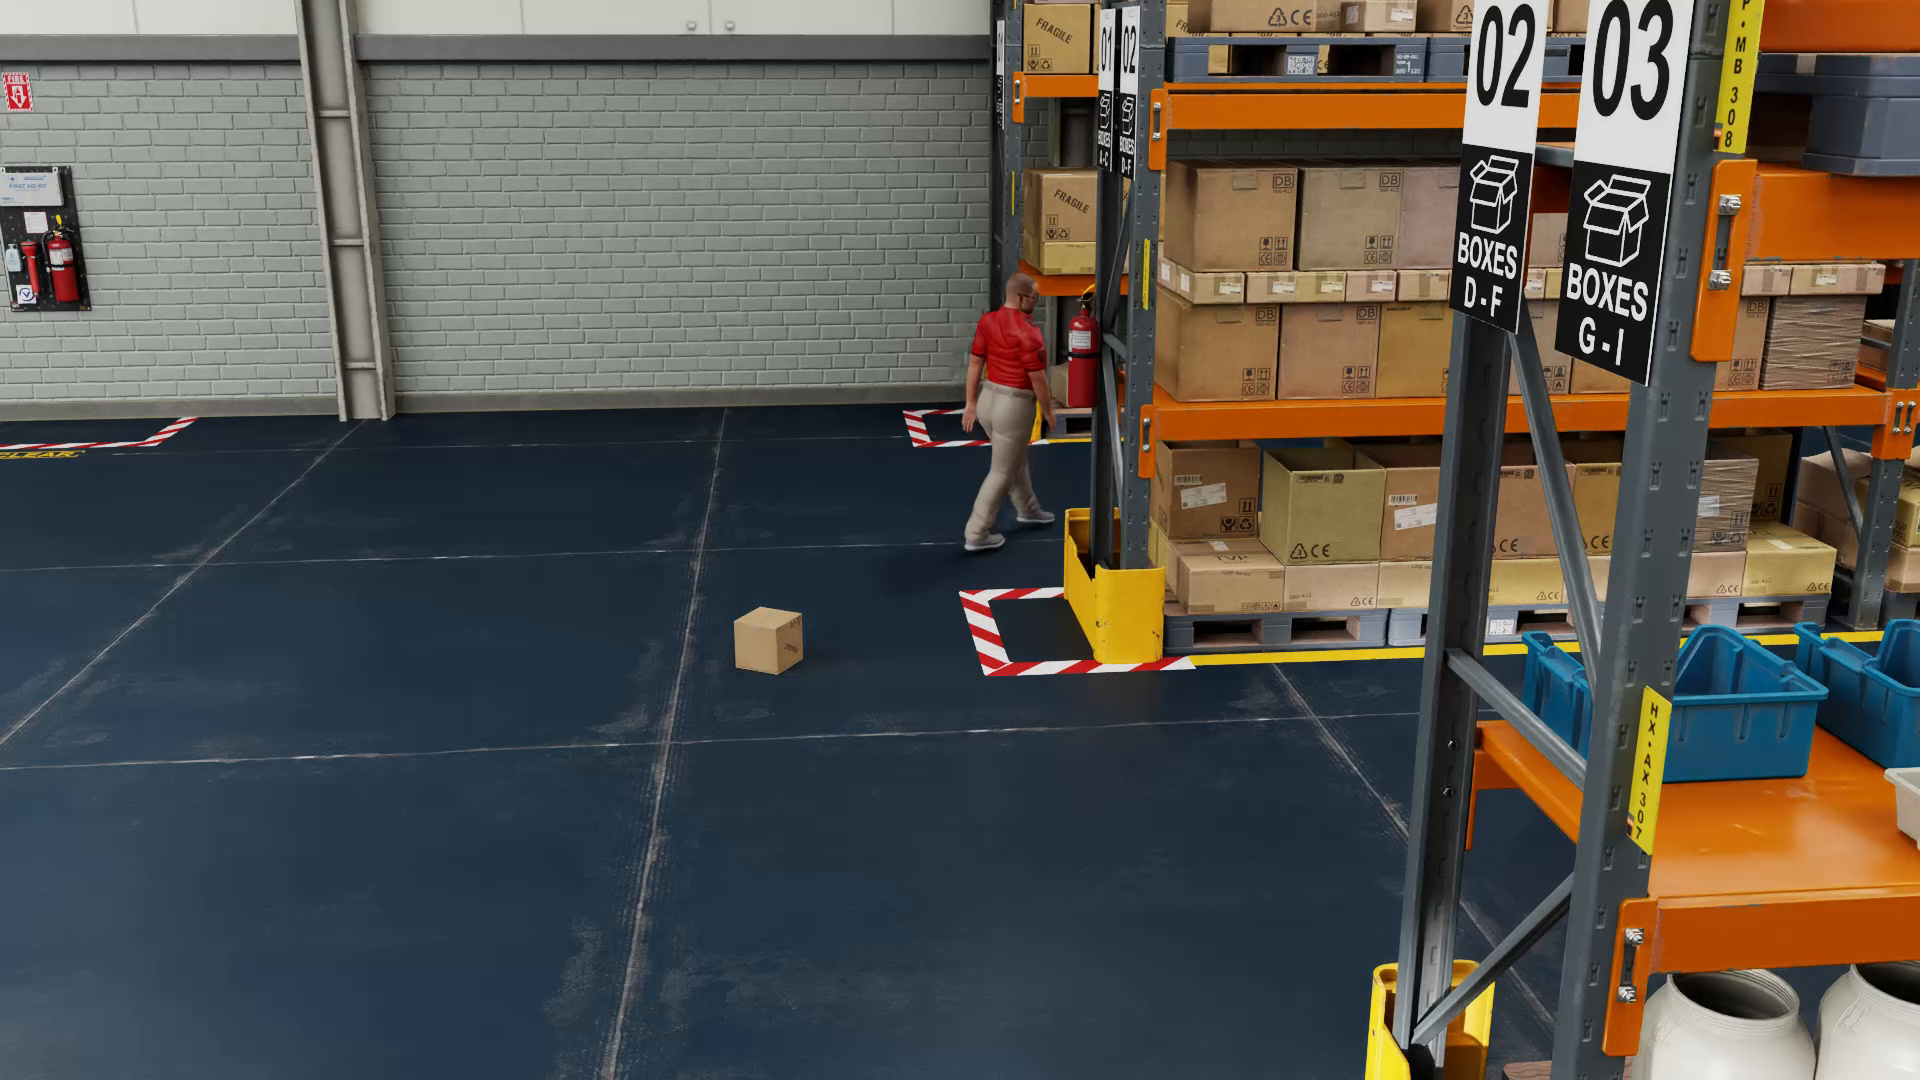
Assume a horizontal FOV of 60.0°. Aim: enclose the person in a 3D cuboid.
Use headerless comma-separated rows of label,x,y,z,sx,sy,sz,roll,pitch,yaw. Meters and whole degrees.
person,0.387,-0.808,10.257,0.901,1.689,0.589,-12,20,-34
